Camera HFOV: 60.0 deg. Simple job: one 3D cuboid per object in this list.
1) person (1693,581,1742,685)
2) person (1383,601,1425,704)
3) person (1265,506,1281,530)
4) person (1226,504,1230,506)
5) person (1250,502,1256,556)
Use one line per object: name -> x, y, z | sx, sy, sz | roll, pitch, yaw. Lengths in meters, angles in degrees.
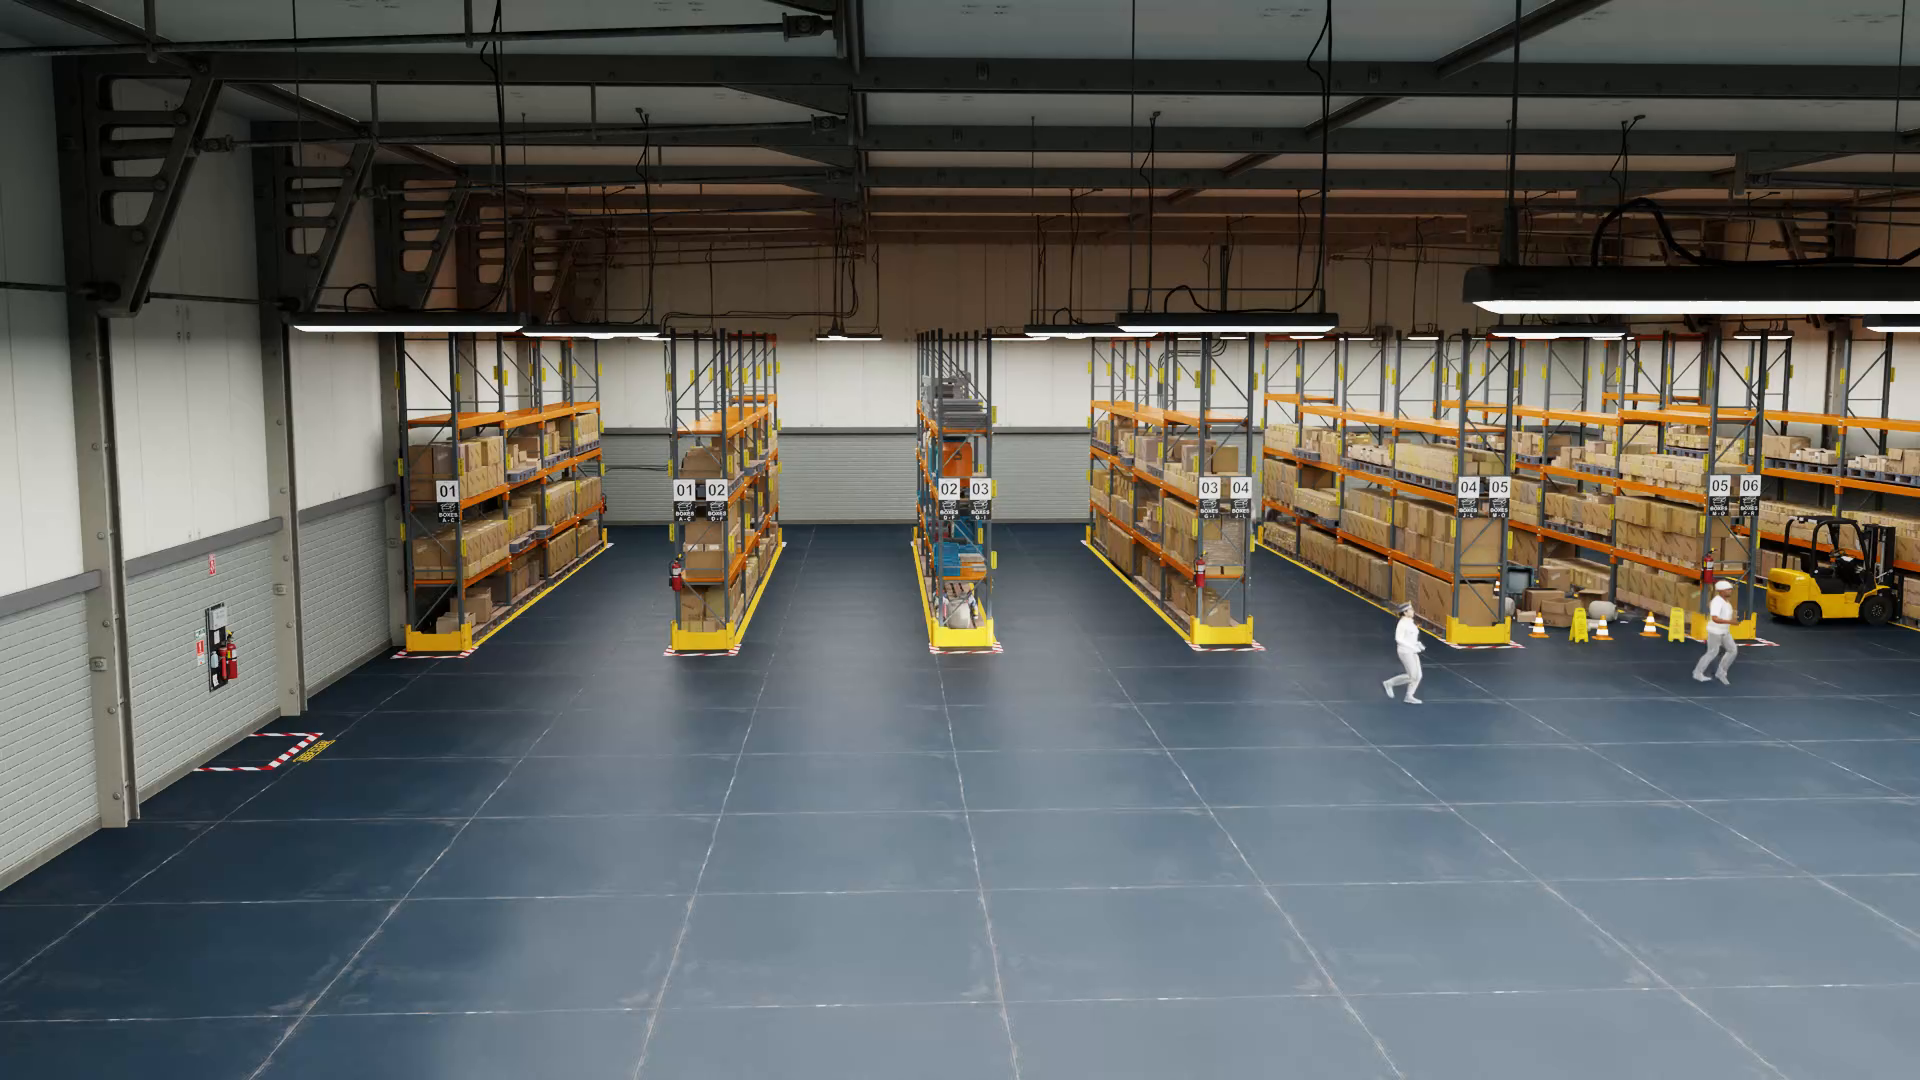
person -> 12.755, 1.575, 27.940 | 0.765, 1.803, 0.642 | 7, 9, 44
person -> 7.097, 1.784, 26.539 | 0.596, 1.642, 0.617 | 3, 8, 26
person -> 9.333, -0.871, 49.040 | 0.801, 1.712, 0.698 | -1, 7, -6
person -> 7.568, -0.742, 48.270 | 1.093, 1.532, 0.647 | -5, 8, -35
person -> 7.518, -0.311, 44.080 | 0.677, 1.757, 0.866 | 0, 7, 3
